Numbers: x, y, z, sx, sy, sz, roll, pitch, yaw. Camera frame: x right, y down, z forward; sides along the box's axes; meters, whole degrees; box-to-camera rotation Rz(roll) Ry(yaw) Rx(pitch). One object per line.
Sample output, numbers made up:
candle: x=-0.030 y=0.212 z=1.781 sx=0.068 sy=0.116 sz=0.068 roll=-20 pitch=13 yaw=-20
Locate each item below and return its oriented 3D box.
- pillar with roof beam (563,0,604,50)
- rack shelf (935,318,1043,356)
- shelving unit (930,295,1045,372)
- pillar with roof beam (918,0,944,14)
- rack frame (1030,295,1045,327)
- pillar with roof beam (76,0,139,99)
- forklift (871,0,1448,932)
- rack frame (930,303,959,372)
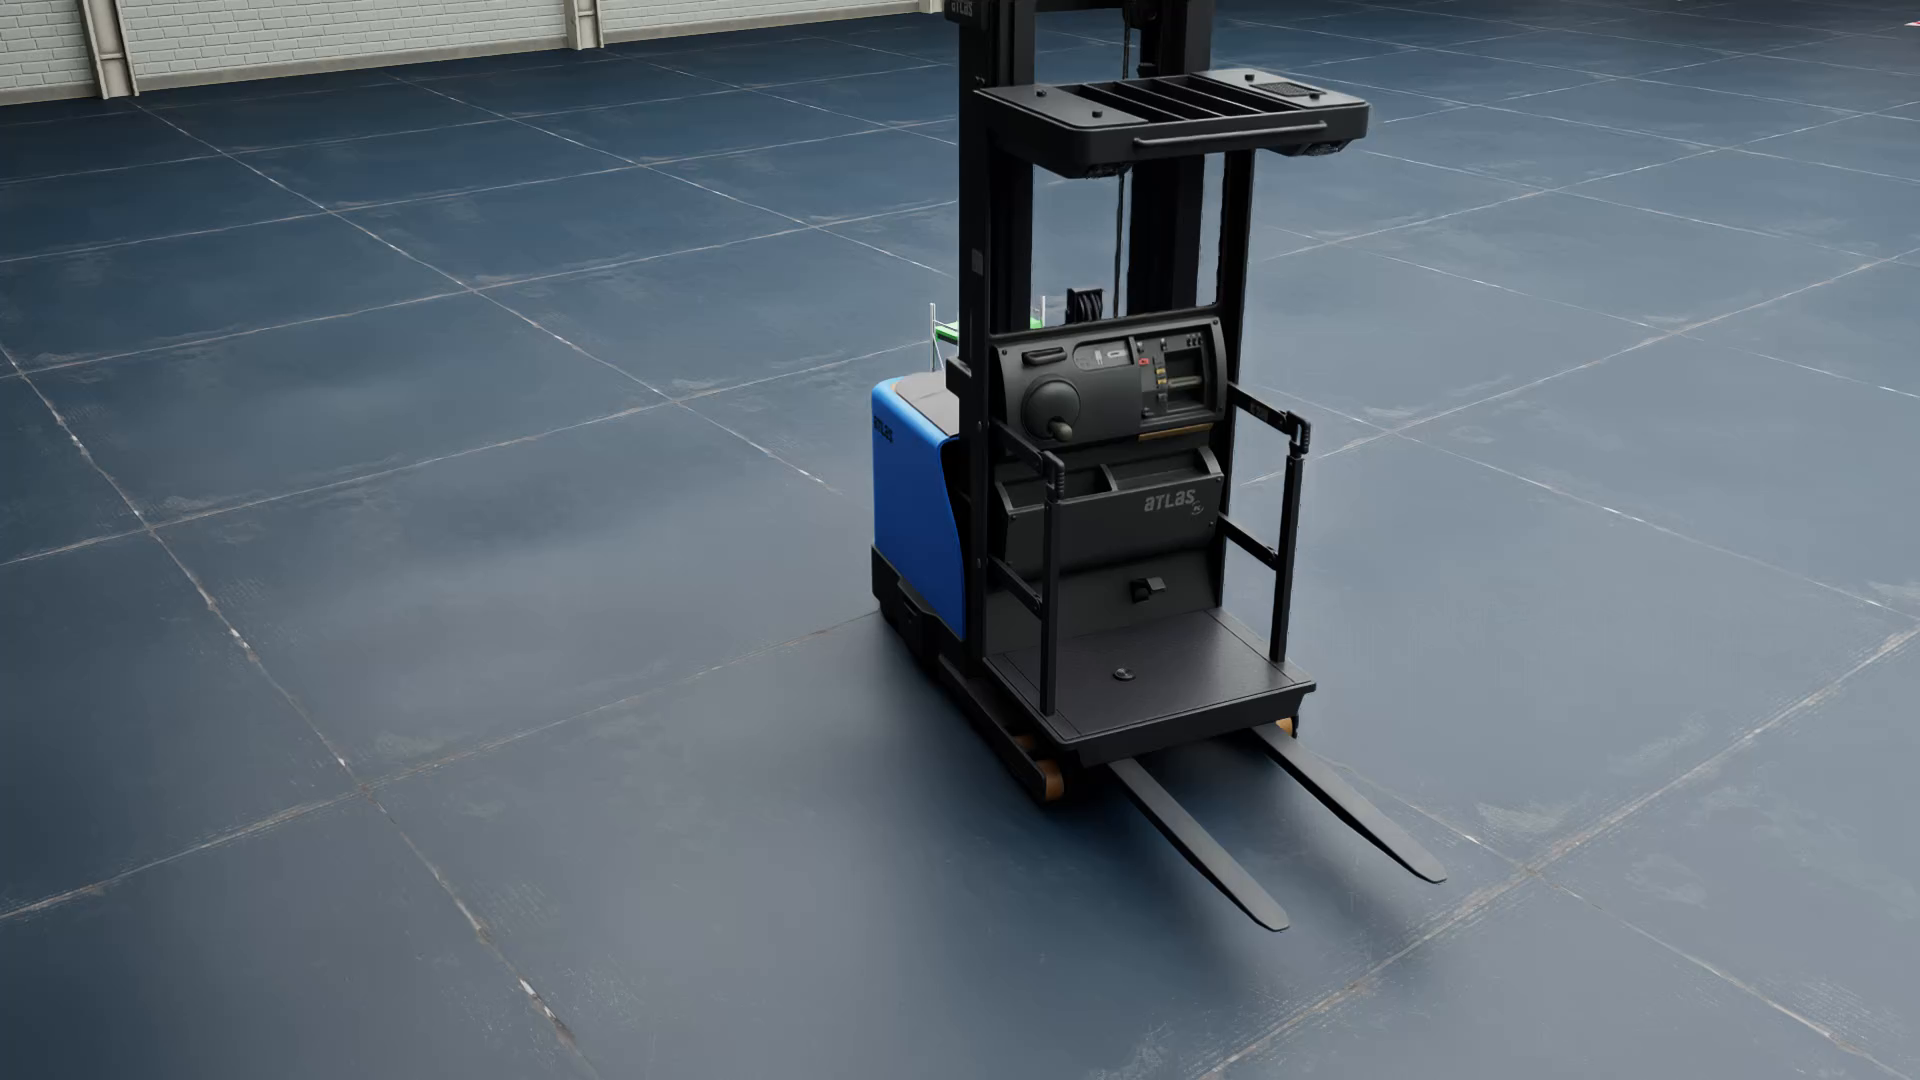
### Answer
pillar with roof beam: x=-2.476 y=-9.418 z=17.853 sx=0.400 sy=9.000 sz=9.100 roll=-18 pitch=31 yaw=-34
rack shelf: x=0.130 y=-0.965 z=7.915 sx=0.480 sy=0.148 sz=0.258 roll=-18 pitch=31 yaw=-34
shelving unit: x=0.130 y=-0.587 z=8.090 sx=0.503 sy=1.200 sz=0.258 roll=-18 pitch=31 yaw=-34
pillar with roof beam: x=2.246 y=-10.977 z=21.212 sx=0.400 sy=9.000 sz=9.100 roll=-18 pitch=31 yaw=-34
rack frame: x=0.322 y=-0.651 z=8.227 sx=0.015 sy=1.200 sz=0.240 roll=-18 pitch=31 yaw=-34
pillar with roof beam: x=-7.197 y=-7.859 z=14.495 sx=0.400 sy=9.000 sz=9.100 roll=-18 pitch=31 yaw=-34
forklift: x=0.660 y=-0.561 z=5.978 sx=1.130 sy=2.935 sz=3.031 roll=-11 pitch=27 yaw=-22
rack frame: x=-0.062 y=-0.524 z=7.953 sx=0.015 sy=1.200 sz=0.240 roll=-18 pitch=31 yaw=-34
